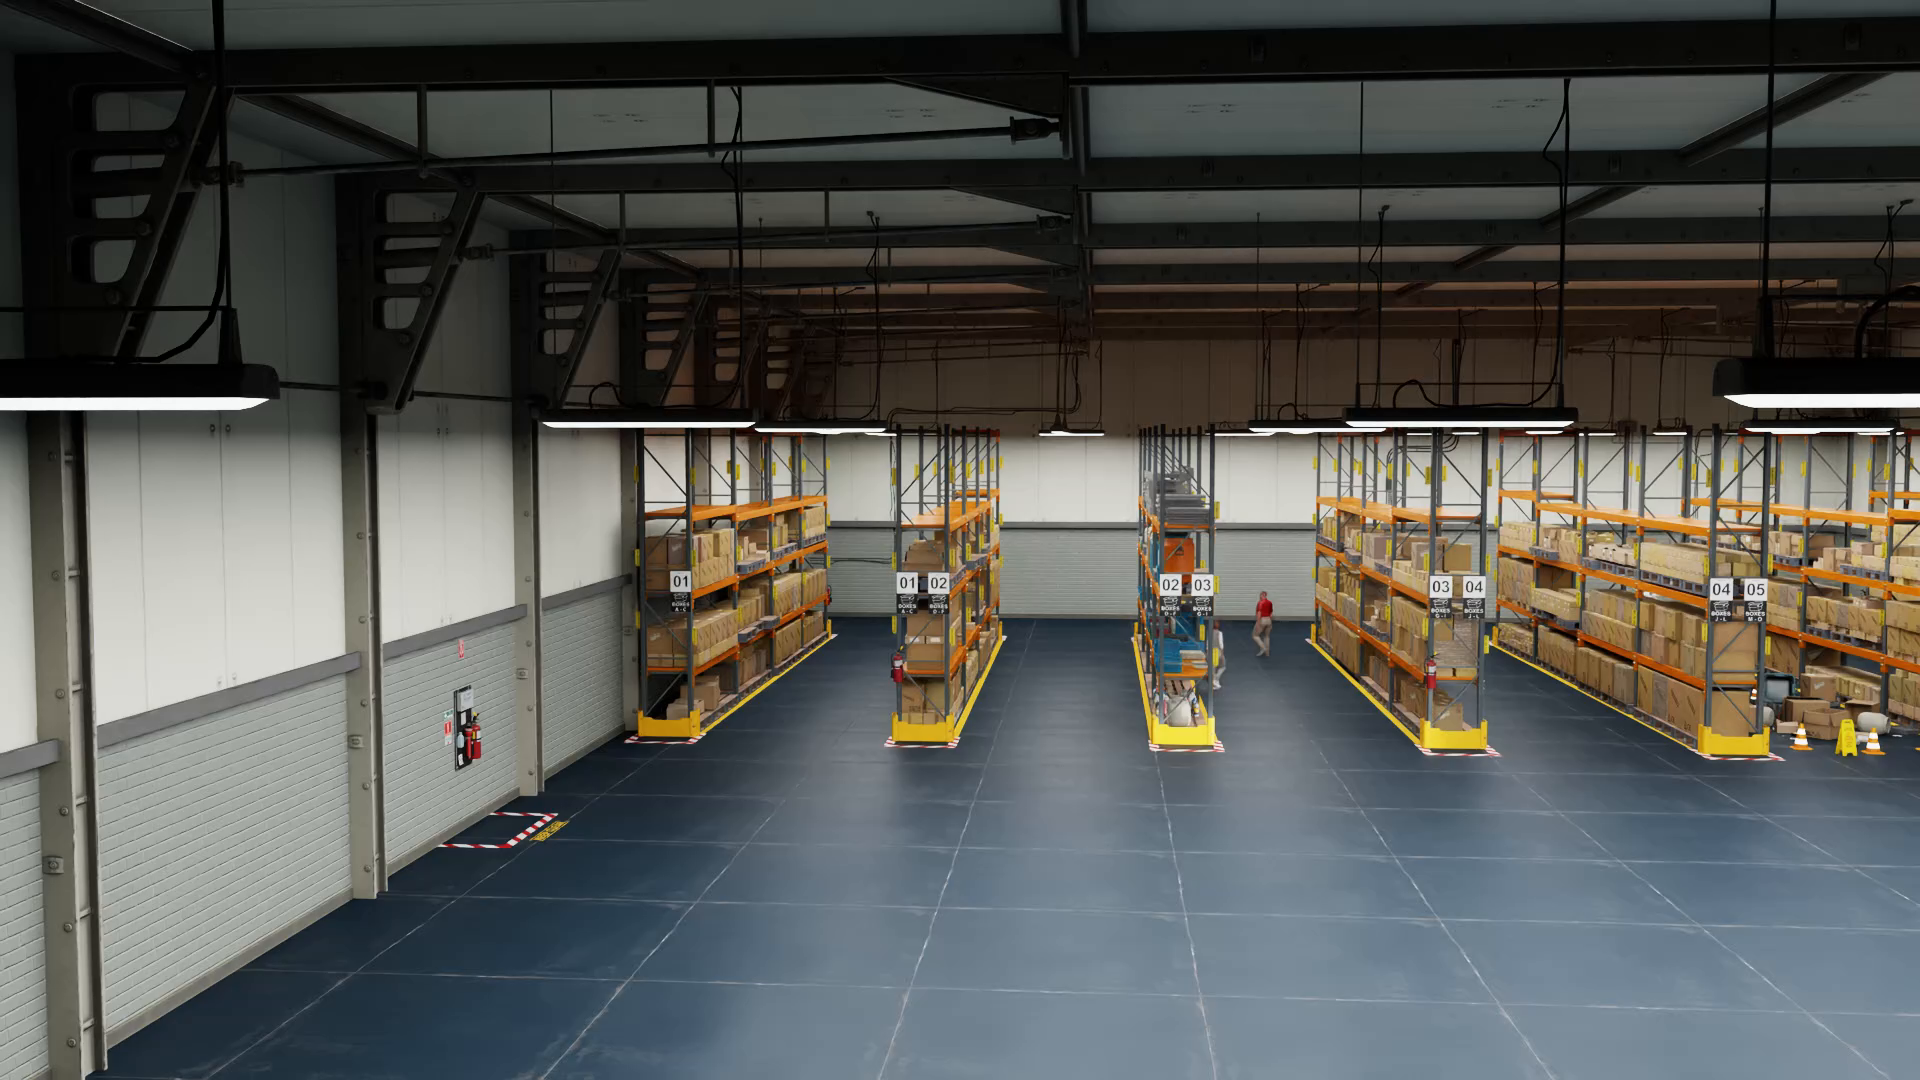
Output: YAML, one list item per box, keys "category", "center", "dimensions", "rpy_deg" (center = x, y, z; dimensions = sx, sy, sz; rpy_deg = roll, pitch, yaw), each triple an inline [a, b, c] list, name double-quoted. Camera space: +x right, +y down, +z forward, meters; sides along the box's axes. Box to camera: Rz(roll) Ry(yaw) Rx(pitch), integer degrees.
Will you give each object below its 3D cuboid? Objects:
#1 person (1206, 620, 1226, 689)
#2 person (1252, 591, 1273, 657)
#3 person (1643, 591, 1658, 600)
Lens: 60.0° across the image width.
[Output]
- category: "person"
  center: [5.797, 2.620, 37.892]
  dimensions: [0.436, 1.597, 0.431]
  rpy_deg: [2, 4, 34]
- category: "person"
  center: [7.996, 2.201, 43.694]
  dimensions: [0.587, 1.726, 0.481]
  rpy_deg: [-3, 4, -36]
- category: "person"
  center: [20.013, 1.964, 48.127]
  dimensions: [0.967, 1.635, 0.496]
  rpy_deg: [-1, 4, -13]
